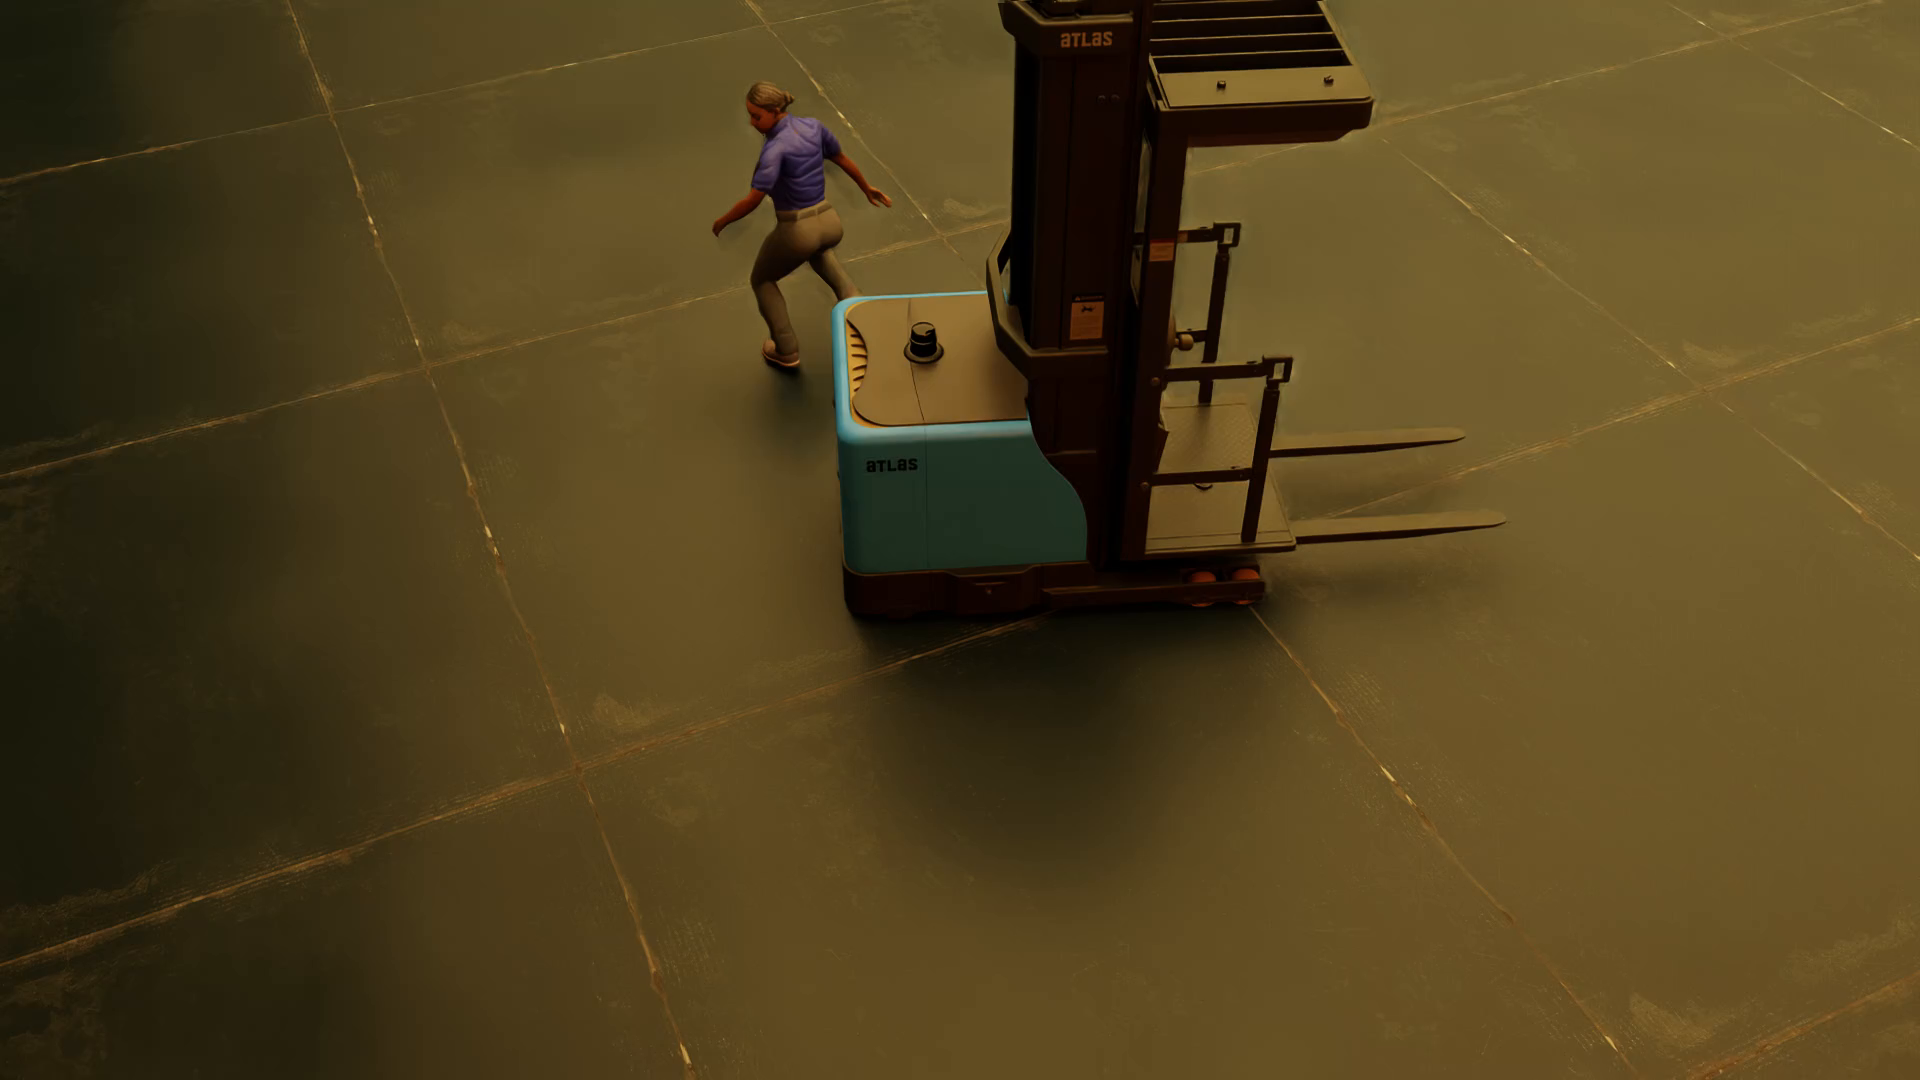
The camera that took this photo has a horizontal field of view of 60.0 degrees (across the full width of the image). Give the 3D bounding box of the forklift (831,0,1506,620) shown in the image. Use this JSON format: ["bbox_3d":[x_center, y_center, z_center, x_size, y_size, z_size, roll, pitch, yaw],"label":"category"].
[{"bbox_3d":[0.958,-1.128,6.889,3.031,2.935,1.130,-3,43,-4],"label":"forklift"}]

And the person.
[{"bbox_3d":[-0.799,-1.636,8.547,0.461,1.536,0.916,31,51,29],"label":"person"}]
